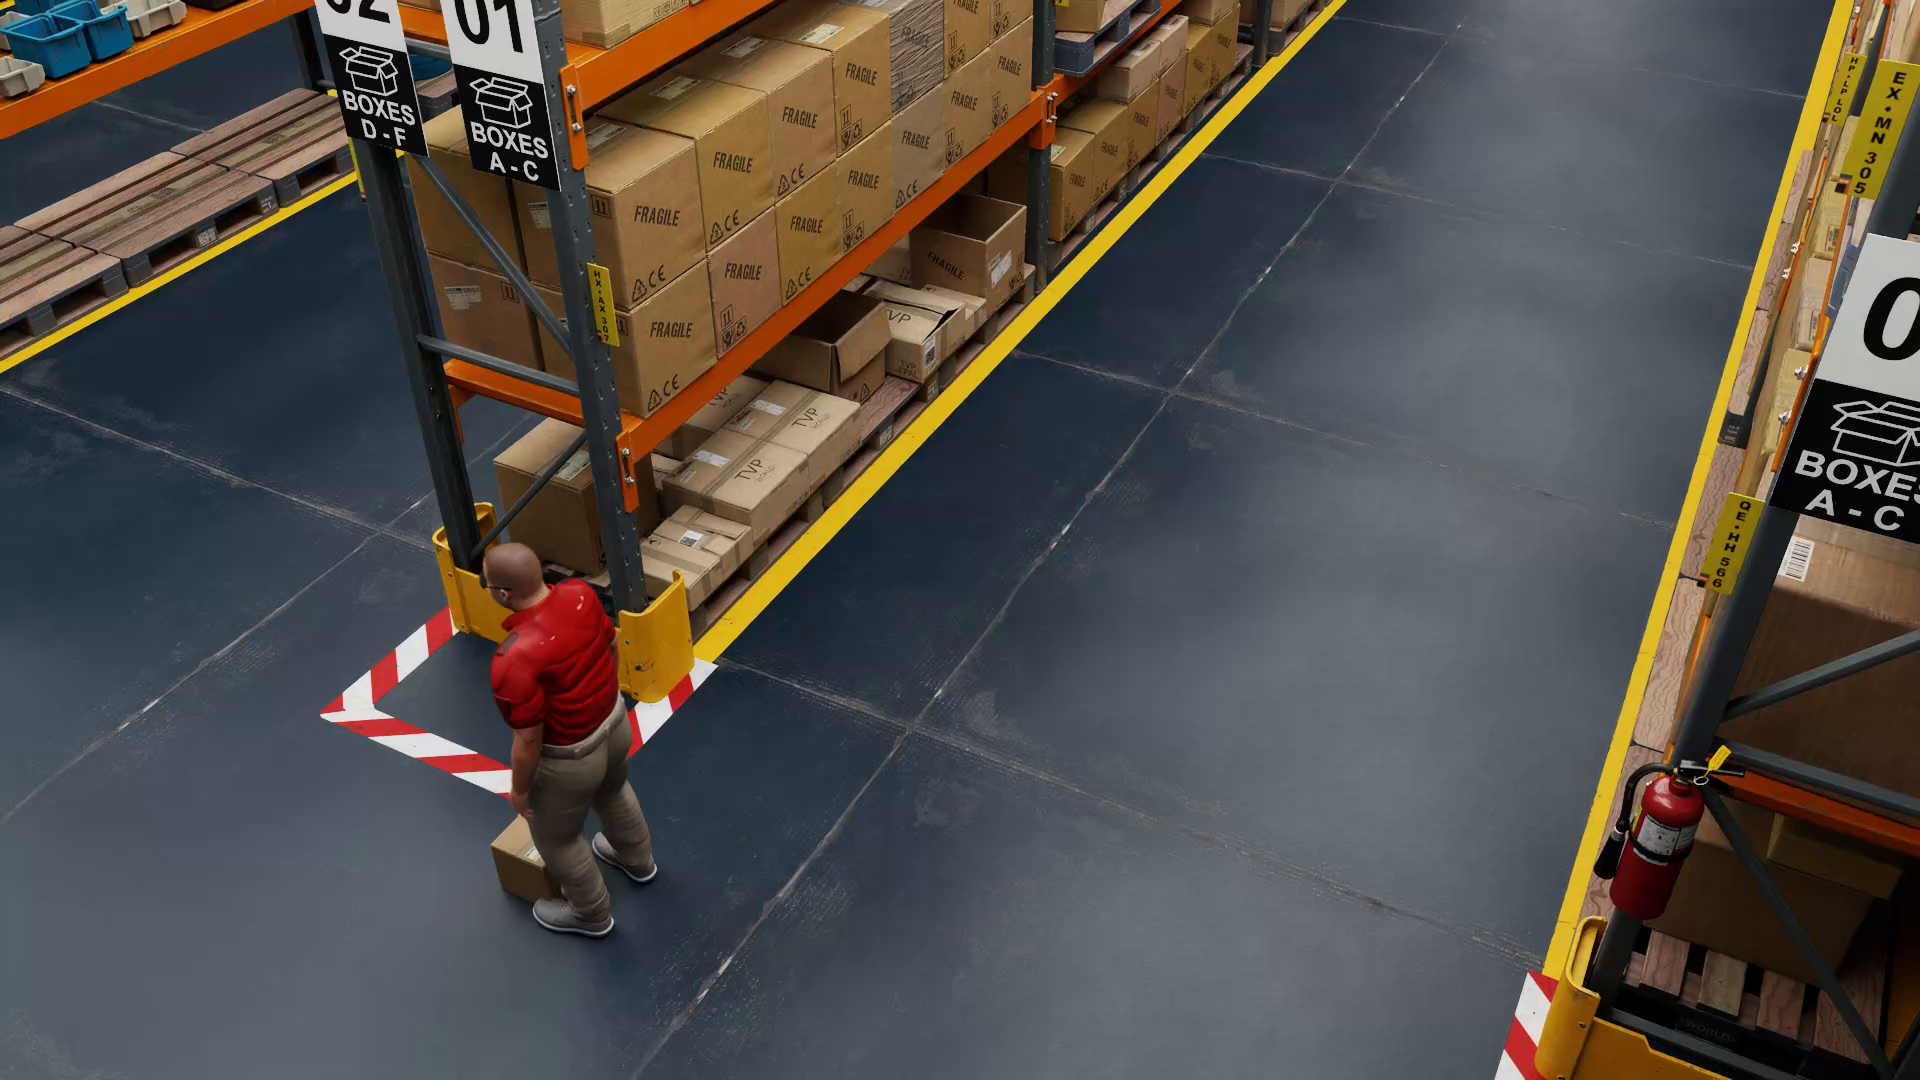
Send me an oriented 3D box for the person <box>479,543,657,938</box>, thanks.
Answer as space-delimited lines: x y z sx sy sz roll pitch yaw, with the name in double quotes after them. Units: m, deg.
-1.383 0.703 5.851 0.396 1.727 0.606 15 40 19 "person"
